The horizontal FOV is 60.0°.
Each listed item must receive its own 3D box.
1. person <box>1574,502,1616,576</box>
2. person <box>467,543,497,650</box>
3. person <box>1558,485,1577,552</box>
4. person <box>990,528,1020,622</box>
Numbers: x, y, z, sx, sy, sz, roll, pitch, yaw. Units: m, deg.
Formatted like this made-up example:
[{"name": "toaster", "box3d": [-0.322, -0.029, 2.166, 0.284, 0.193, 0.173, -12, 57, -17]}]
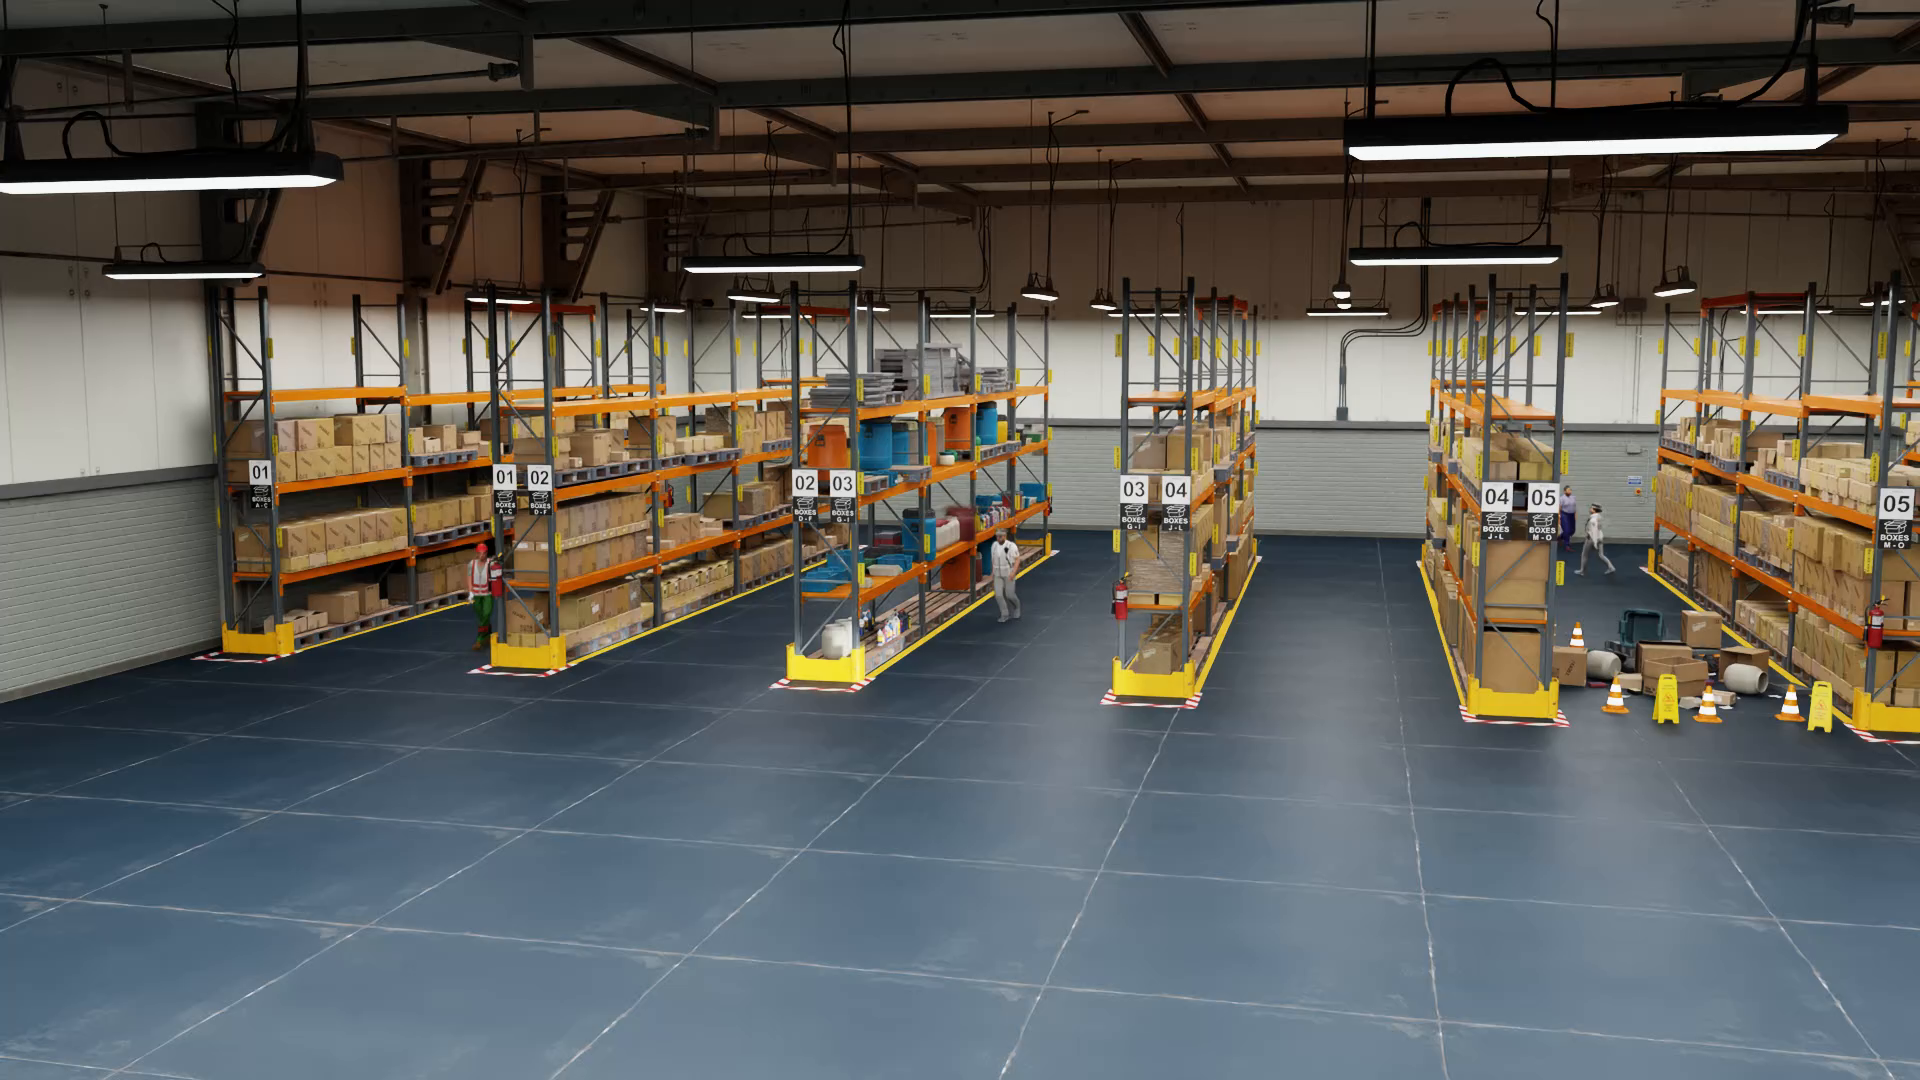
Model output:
[{"name": "person", "box3d": [13.959, -0.008, 36.464, 0.446, 1.641, 0.968, -4, 7, -28]}, {"name": "person", "box3d": [-8.029, 0.923, 27.926, 0.522, 1.735, 0.957, 0, 7, 3]}, {"name": "person", "box3d": [15.067, -0.557, 41.328, 0.505, 1.628, 0.739, -2, 7, -19]}, {"name": "person", "box3d": [0.865, 0.620, 30.711, 0.598, 1.745, 0.637, 3, 7, 26]}]
